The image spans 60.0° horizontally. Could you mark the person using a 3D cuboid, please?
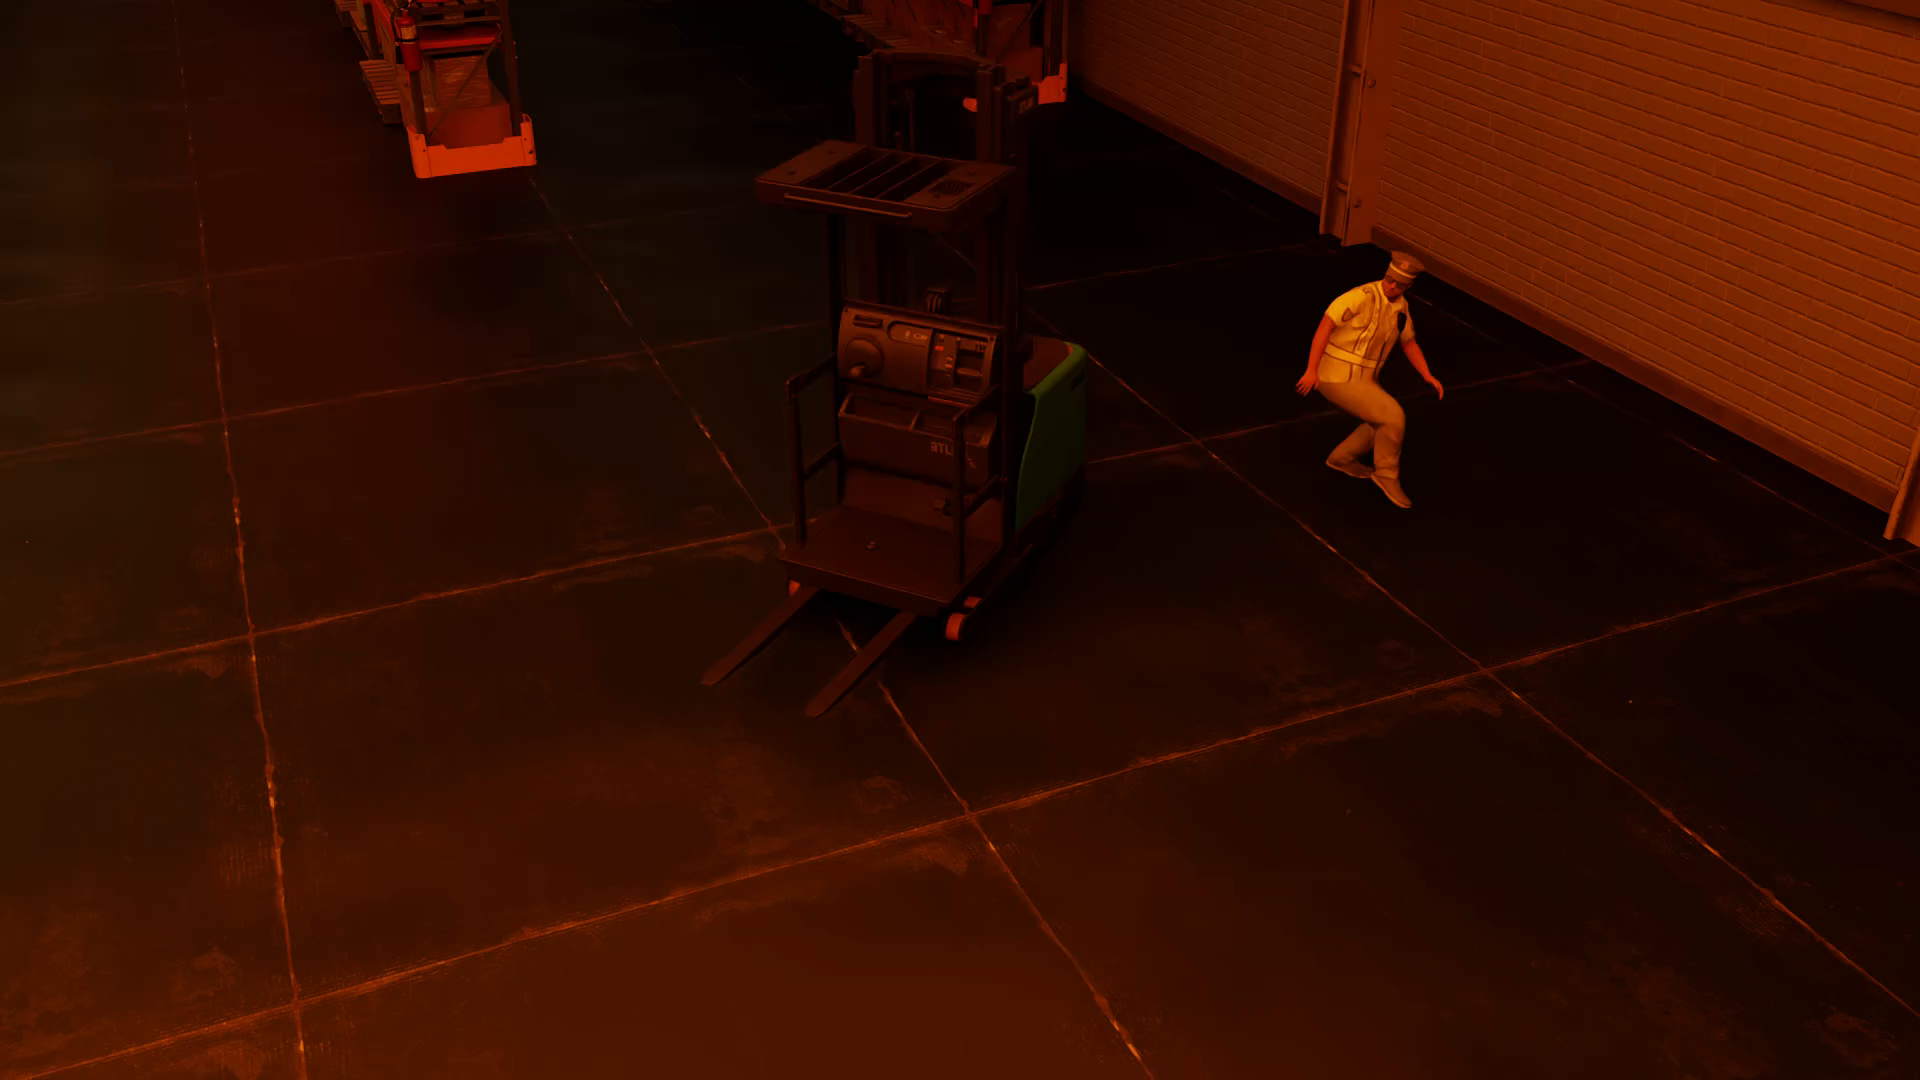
[{"bbox_3d":[2.574,-0.995,10.264,0.777,1.570,0.773,20,35,31],"label":"person"}]

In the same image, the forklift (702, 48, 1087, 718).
[{"bbox_3d":[-0.330,-0.961,8.800,1.130,2.935,3.031,14,33,23],"label":"forklift"}]
